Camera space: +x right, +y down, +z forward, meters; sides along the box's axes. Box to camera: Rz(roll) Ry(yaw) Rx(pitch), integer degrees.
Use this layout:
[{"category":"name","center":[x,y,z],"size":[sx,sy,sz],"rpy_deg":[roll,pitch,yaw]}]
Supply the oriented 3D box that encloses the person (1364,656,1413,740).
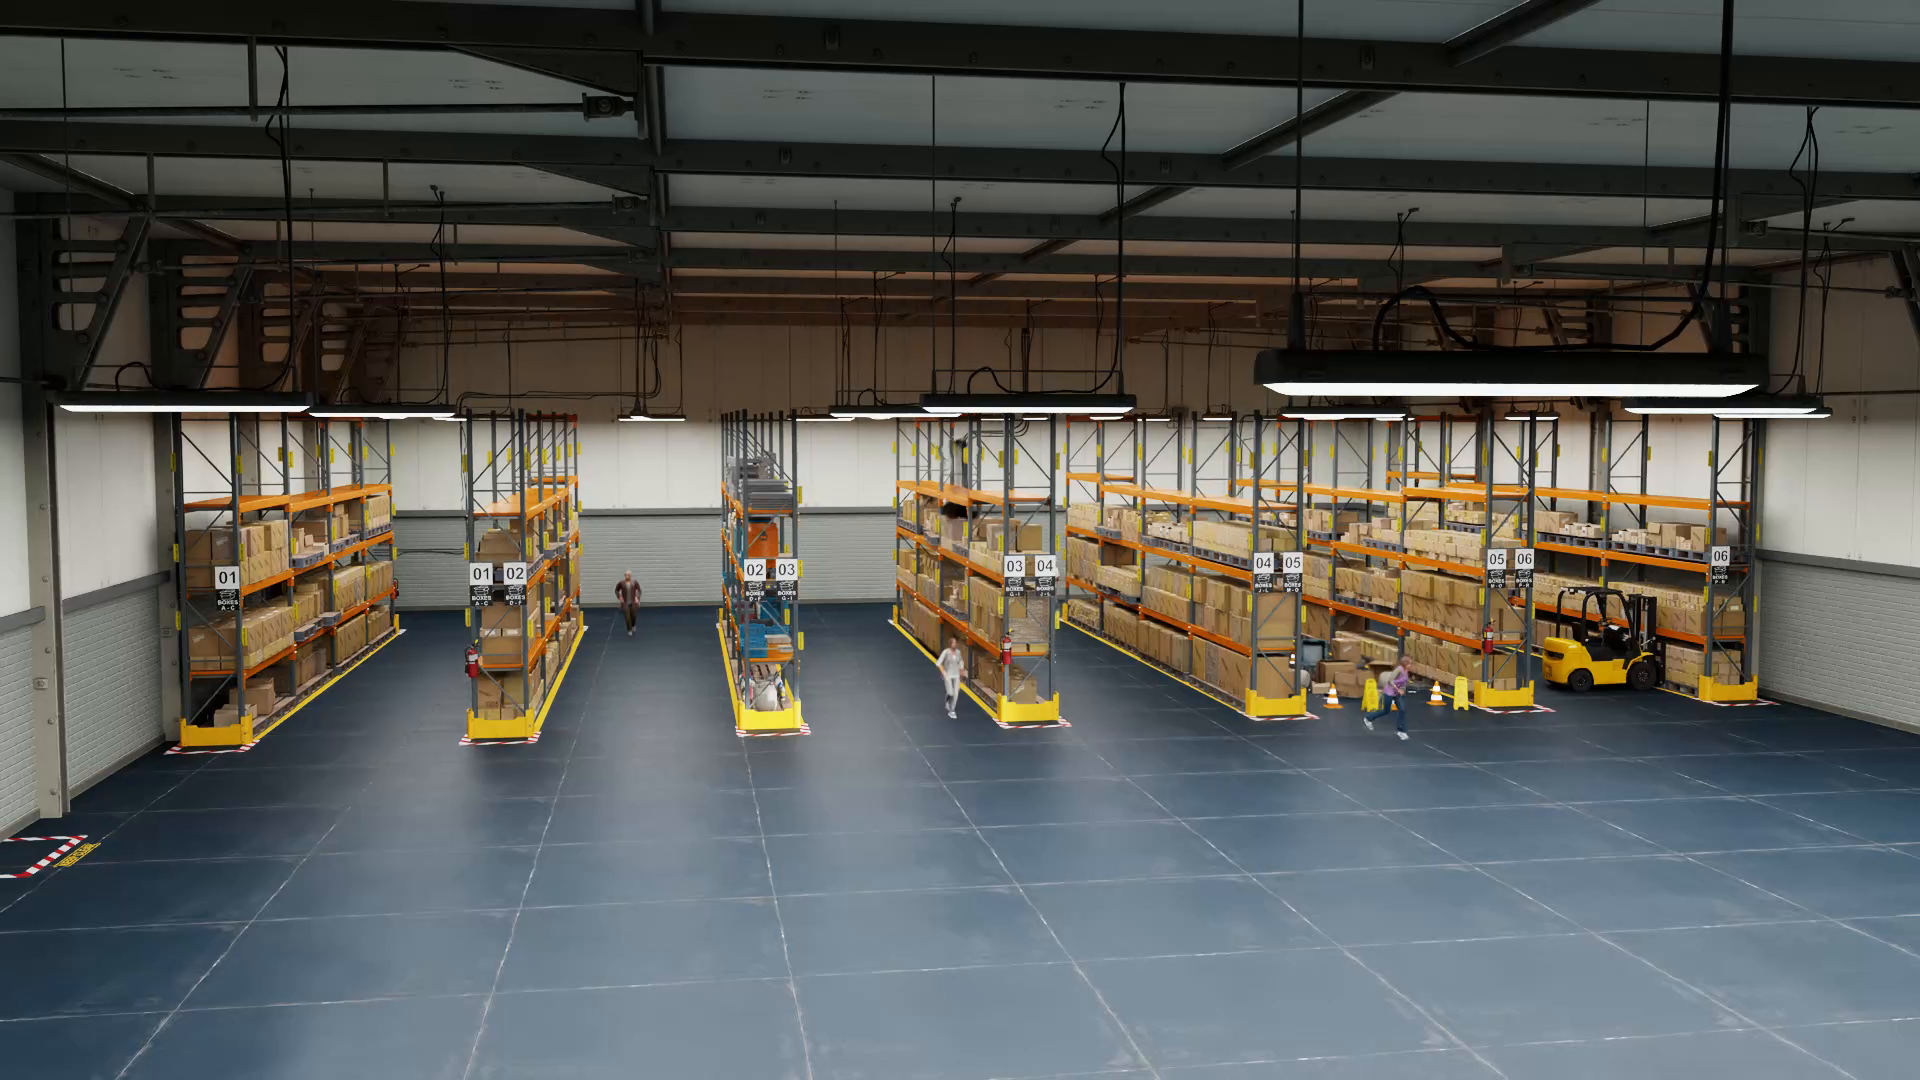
[{"category":"person","center":[7.831,2.859,30.421],"size":[0.915,1.547,0.570],"rpy_deg":[3,5,36]}]

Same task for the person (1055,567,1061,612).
[{"category":"person","center":[2.690,1.397,49.230],"size":[0.904,1.790,0.723],"rpy_deg":[-3,5,-37]}]

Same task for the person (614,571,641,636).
[{"category":"person","center":[-9.013,1.711,45.111],"size":[0.719,1.748,0.647],"rpy_deg":[-1,4,-16]}]

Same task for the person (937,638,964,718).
[{"category":"person","center":[-0.168,2.685,32.509],"size":[0.538,1.566,0.500],"rpy_deg":[-1,4,-18]}]
